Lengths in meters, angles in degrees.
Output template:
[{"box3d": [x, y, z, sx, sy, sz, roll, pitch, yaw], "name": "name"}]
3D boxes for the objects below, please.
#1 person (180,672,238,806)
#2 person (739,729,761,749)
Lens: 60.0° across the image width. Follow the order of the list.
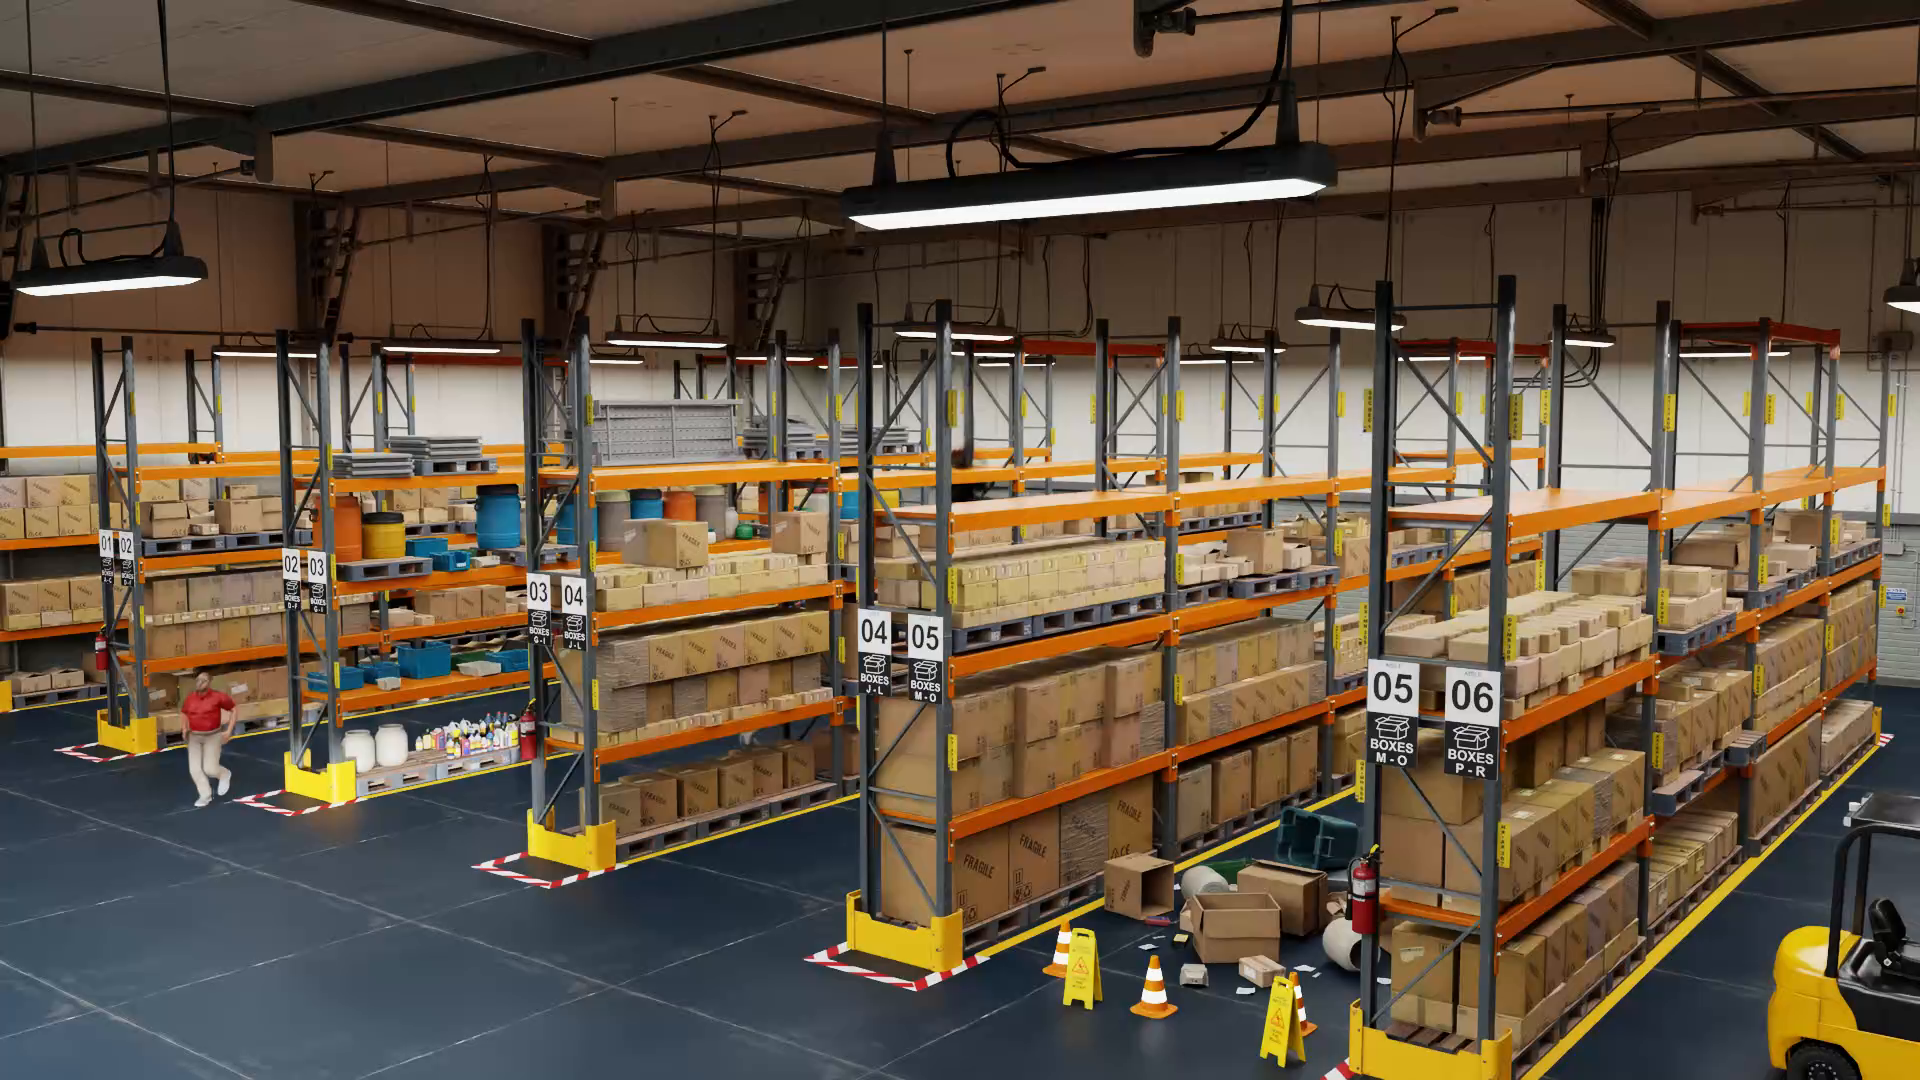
[{"box3d": [-9.508, 2.503, 21.028, 0.696, 1.684, 0.626, 0, 5, -1], "name": "person"}, {"box3d": [-2.856, 2.334, 22.503, 0.686, 1.721, 0.593, 3, 6, 30], "name": "person"}]
